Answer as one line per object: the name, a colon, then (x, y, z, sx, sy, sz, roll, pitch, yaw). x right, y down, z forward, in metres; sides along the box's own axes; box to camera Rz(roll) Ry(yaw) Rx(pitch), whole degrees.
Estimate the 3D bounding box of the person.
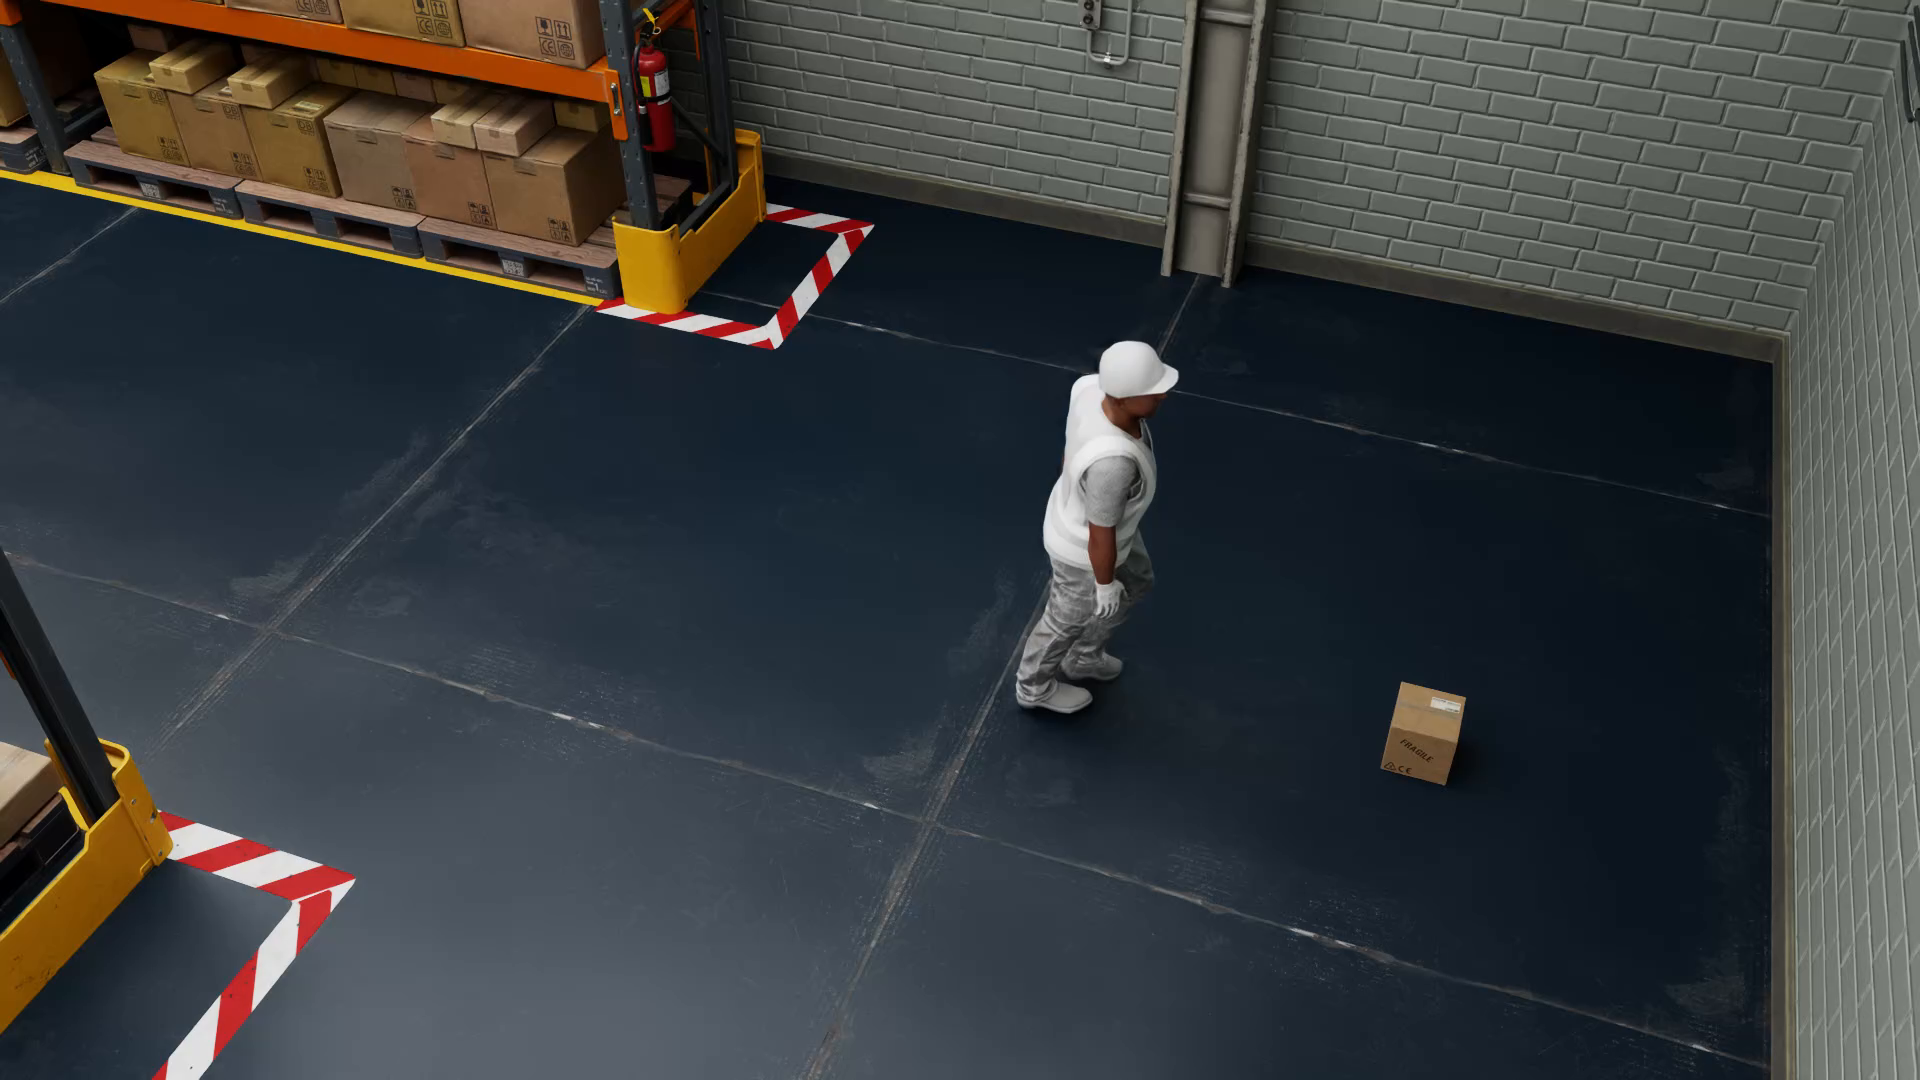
person: (0.483, -0.002, 6.129, 0.519, 1.778, 0.595, 4, 41, 4)
